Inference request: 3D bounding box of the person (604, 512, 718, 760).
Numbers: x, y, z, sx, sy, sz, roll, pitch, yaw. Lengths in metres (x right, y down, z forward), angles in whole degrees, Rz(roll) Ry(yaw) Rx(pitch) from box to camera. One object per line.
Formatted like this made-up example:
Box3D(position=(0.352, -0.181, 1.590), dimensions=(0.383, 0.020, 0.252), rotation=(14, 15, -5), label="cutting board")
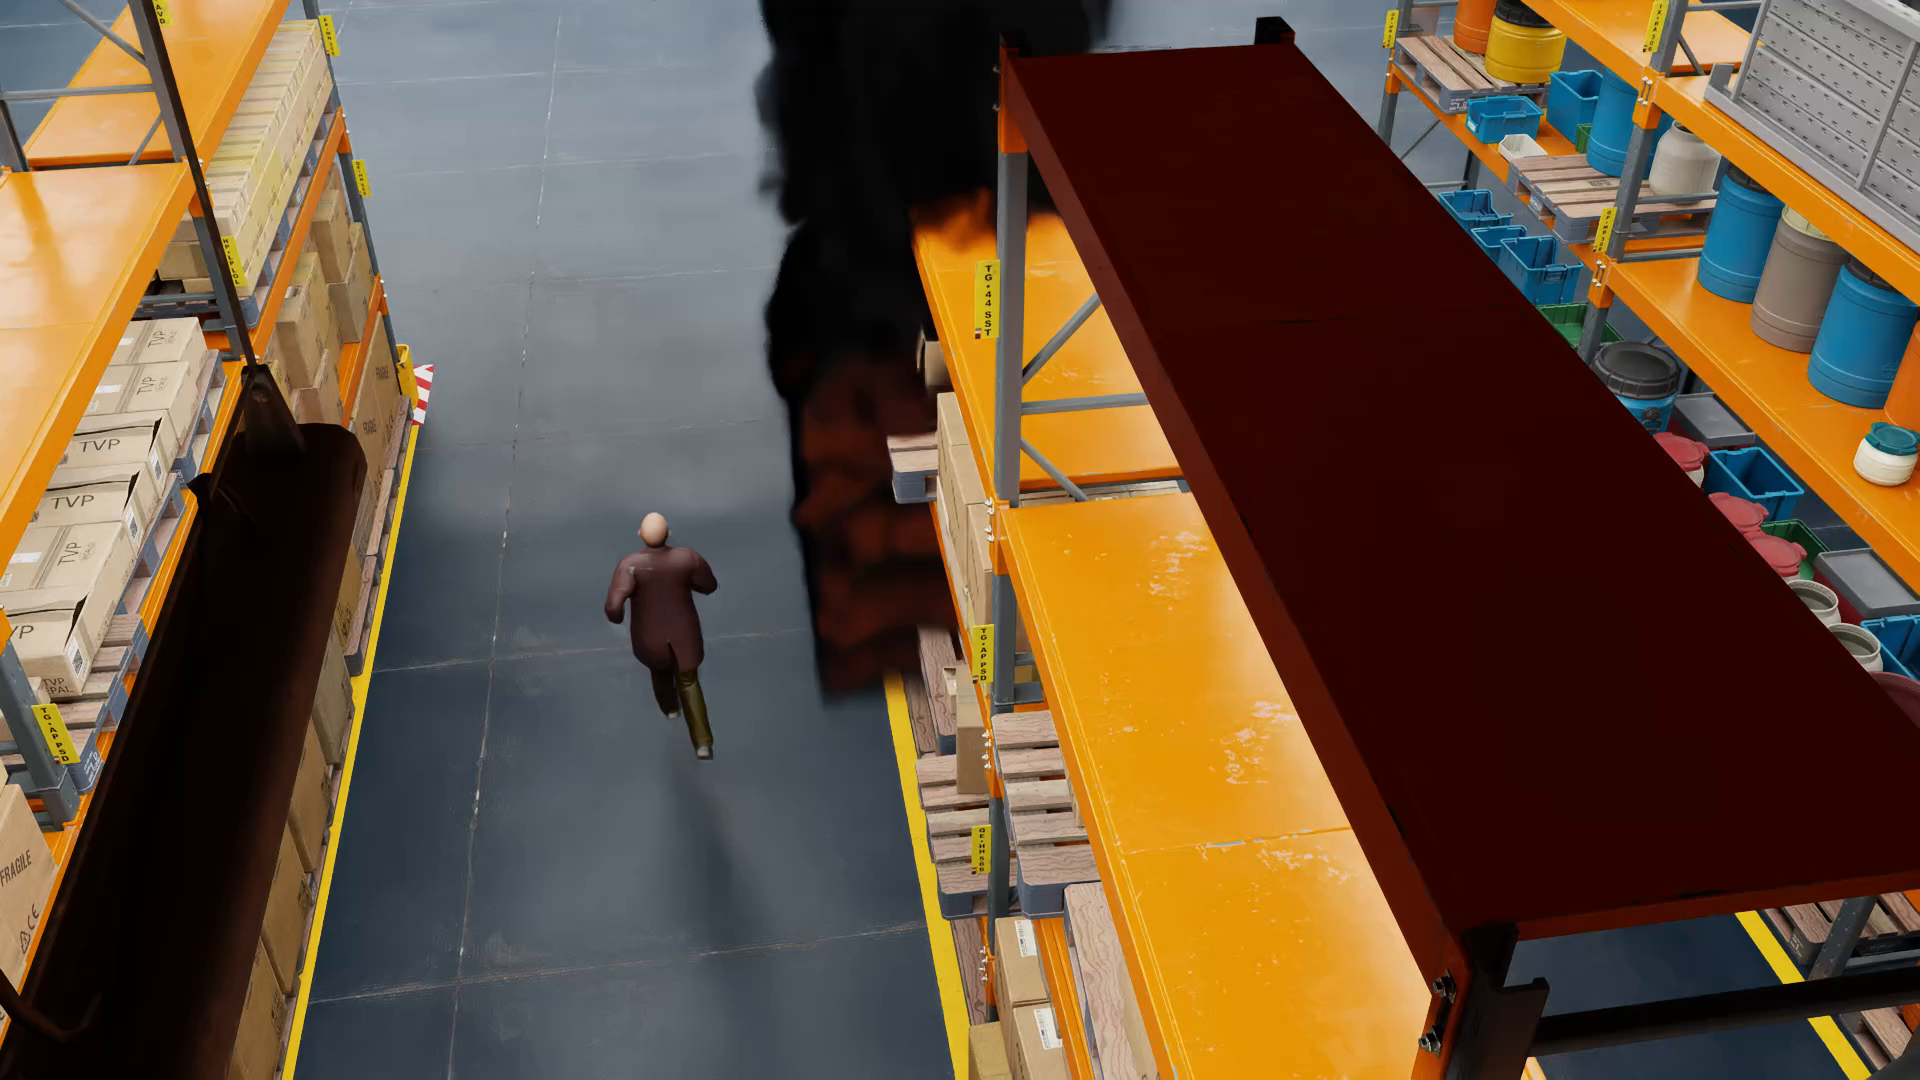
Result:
Box3D(position=(-1.873, 0.608, 10.635), dimensions=(0.718, 1.808, 0.965), rotation=(-9, 37, -12), label="person")
